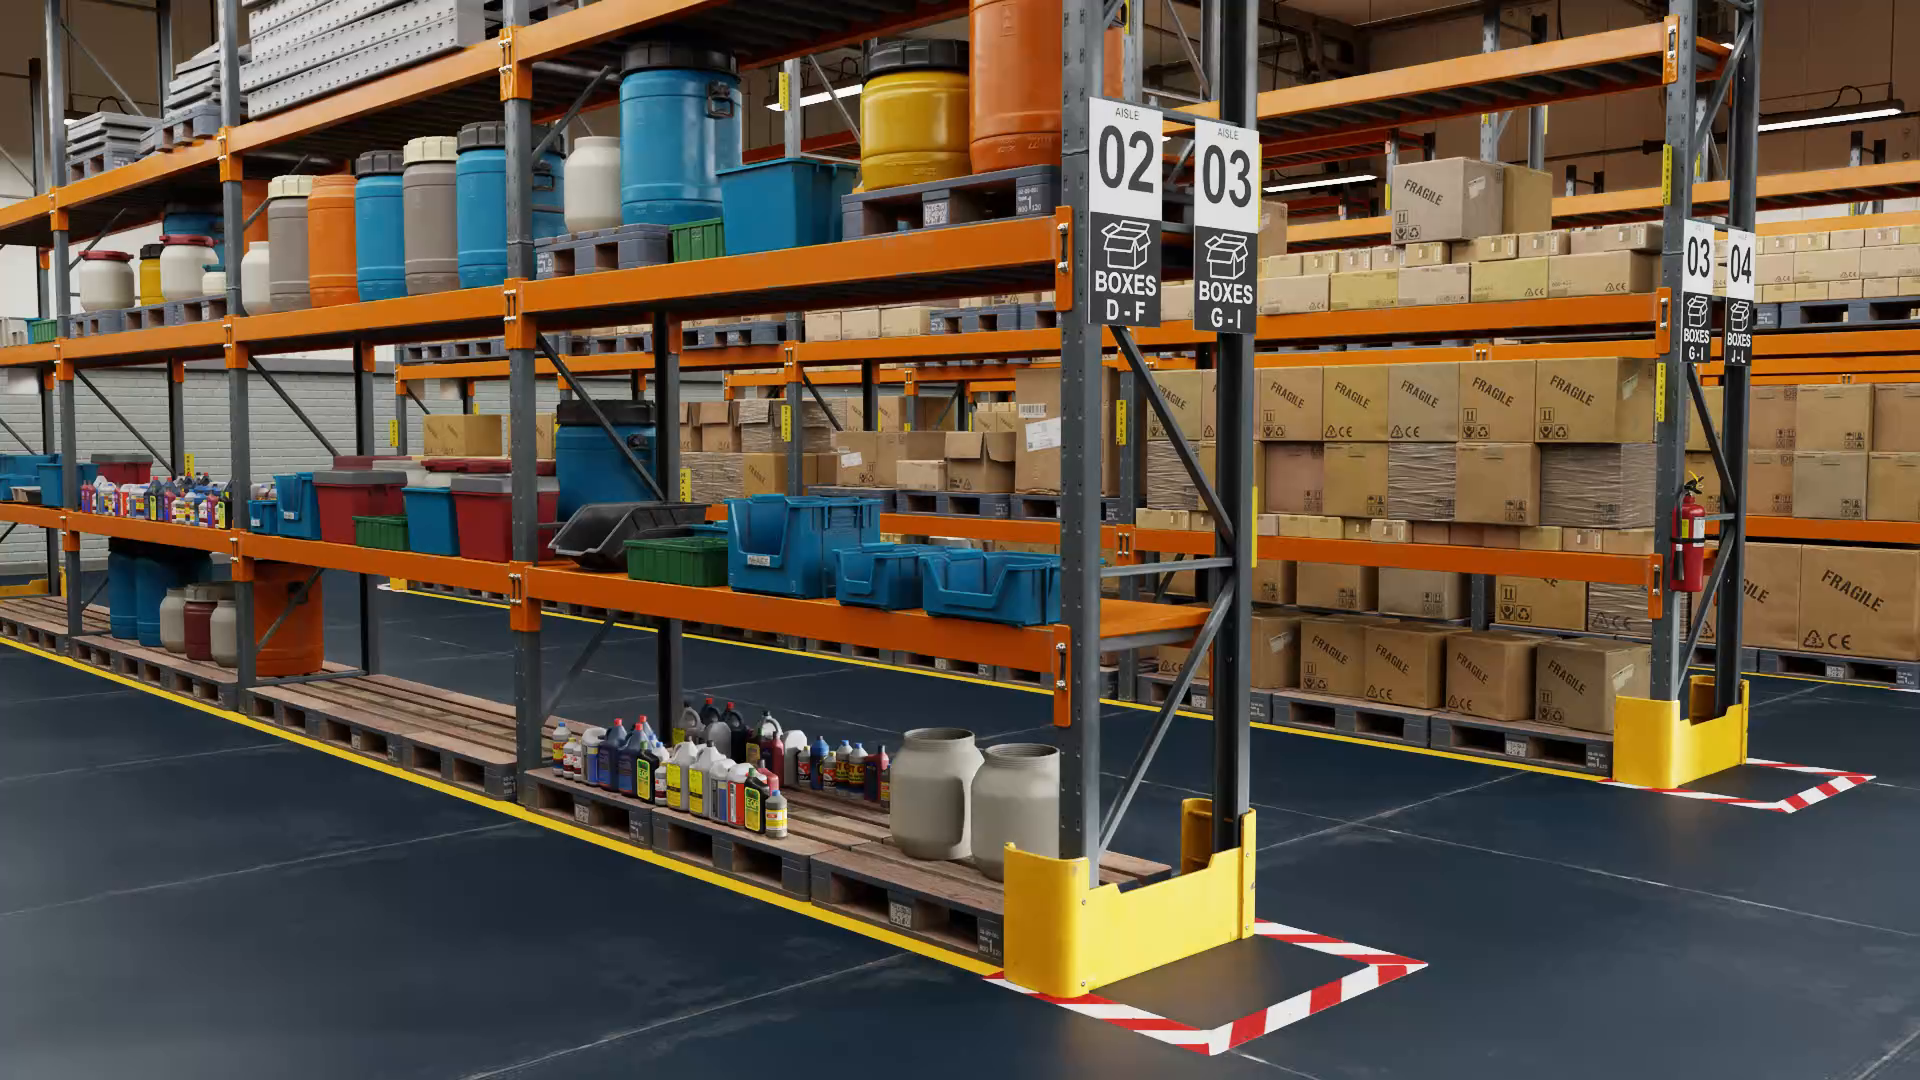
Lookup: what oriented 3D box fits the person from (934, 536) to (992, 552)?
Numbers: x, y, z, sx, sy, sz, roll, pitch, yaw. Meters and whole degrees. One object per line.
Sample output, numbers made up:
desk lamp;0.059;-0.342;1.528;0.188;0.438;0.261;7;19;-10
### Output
person;0.078;0.153;18.824;0.517;1.239;0.953;4;5;44
